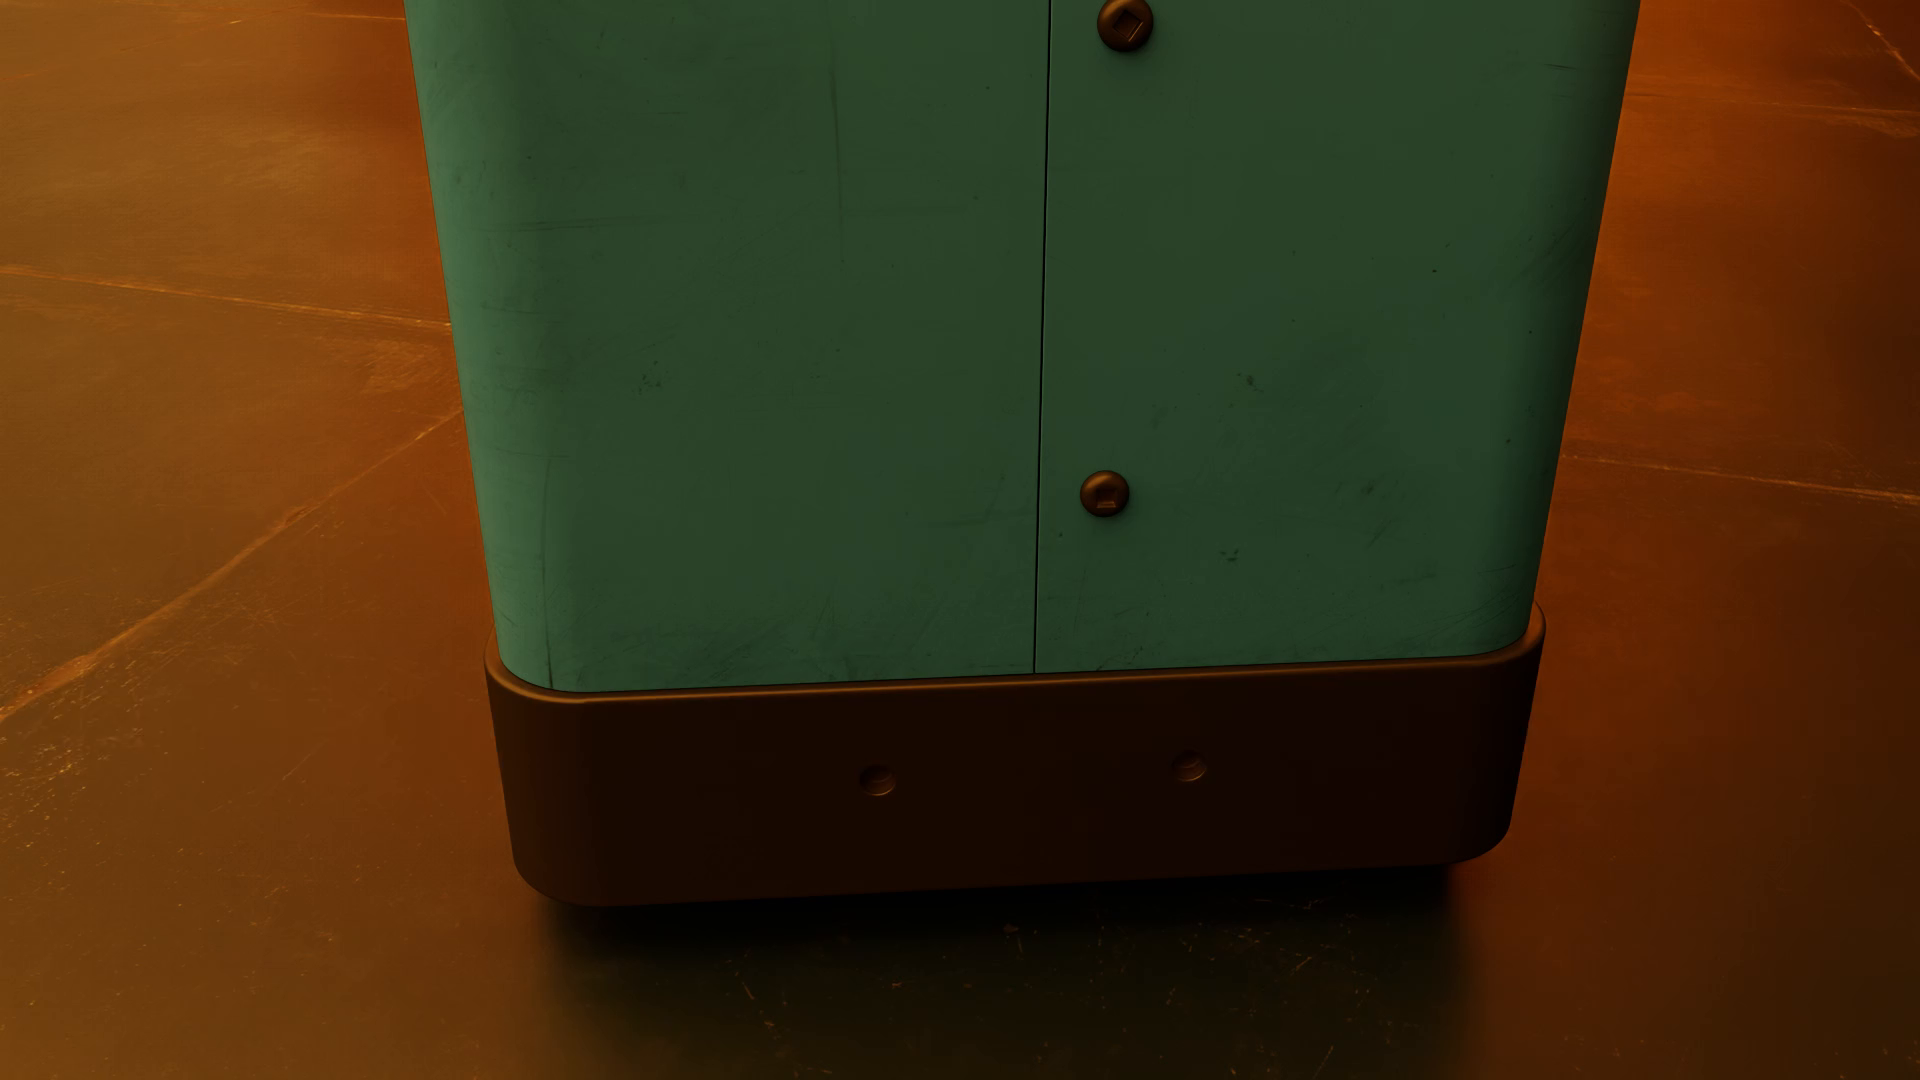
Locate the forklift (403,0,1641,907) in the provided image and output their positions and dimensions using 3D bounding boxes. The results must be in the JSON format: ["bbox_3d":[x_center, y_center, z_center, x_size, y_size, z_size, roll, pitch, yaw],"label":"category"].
[{"bbox_3d":[-0.048,-1.581,2.374,1.130,2.935,3.031,-2,27,-4],"label":"forklift"}]
